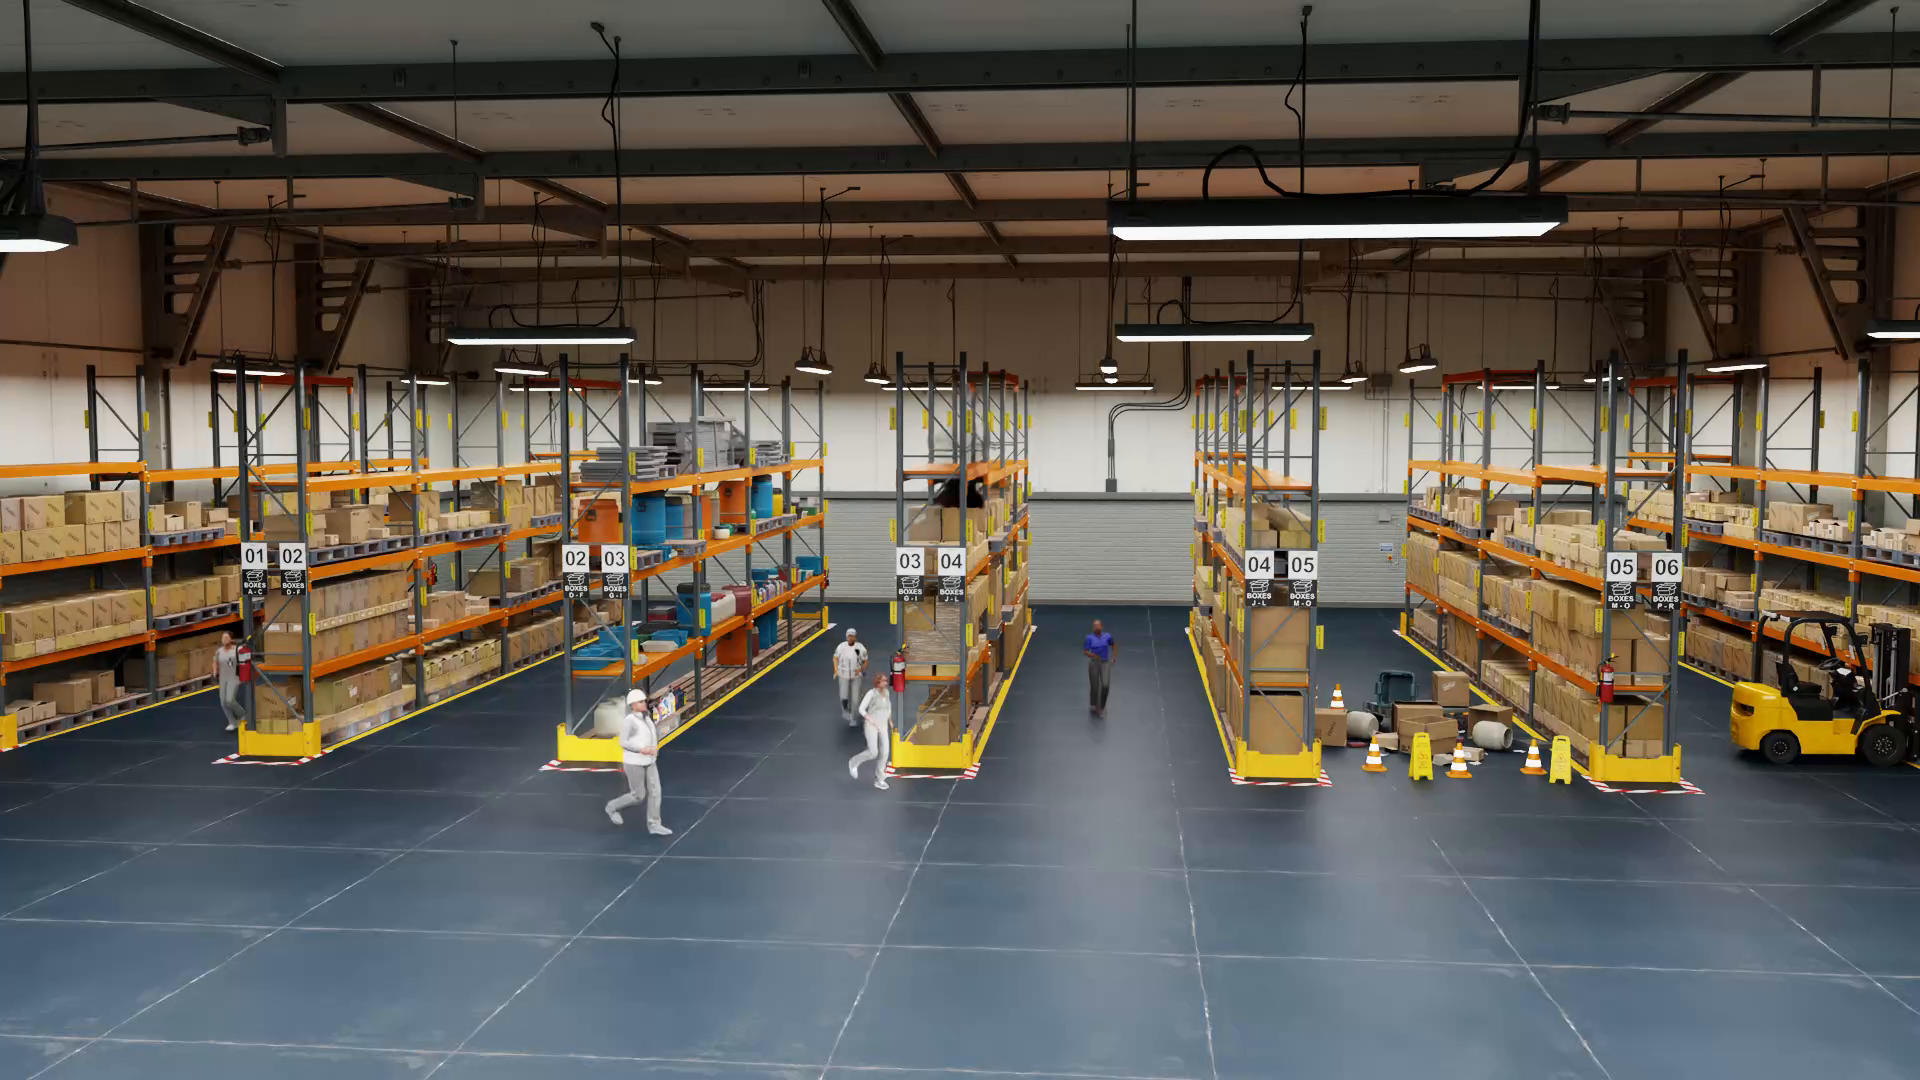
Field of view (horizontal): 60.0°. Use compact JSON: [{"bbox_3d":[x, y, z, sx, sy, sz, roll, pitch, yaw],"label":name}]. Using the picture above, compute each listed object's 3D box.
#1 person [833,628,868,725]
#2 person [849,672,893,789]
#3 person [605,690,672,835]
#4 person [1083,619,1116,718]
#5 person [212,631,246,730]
[{"bbox_3d":[-1.800,2.255,27.312,0.592,1.616,0.588,0,4,-1],"label":"person"},{"bbox_3d":[-1.187,2.601,22.894,0.702,1.571,0.585,3,5,36],"label":"person"},{"bbox_3d":[-3.881,2.679,20.112,0.880,1.749,0.670,2,4,23],"label":"person"},{"bbox_3d":[2.380,2.190,28.333,0.581,1.685,0.734,0,4,1],"label":"person"},{"bbox_3d":[-11.775,2.276,26.817,0.593,1.630,0.562,0,4,3],"label":"person"}]
